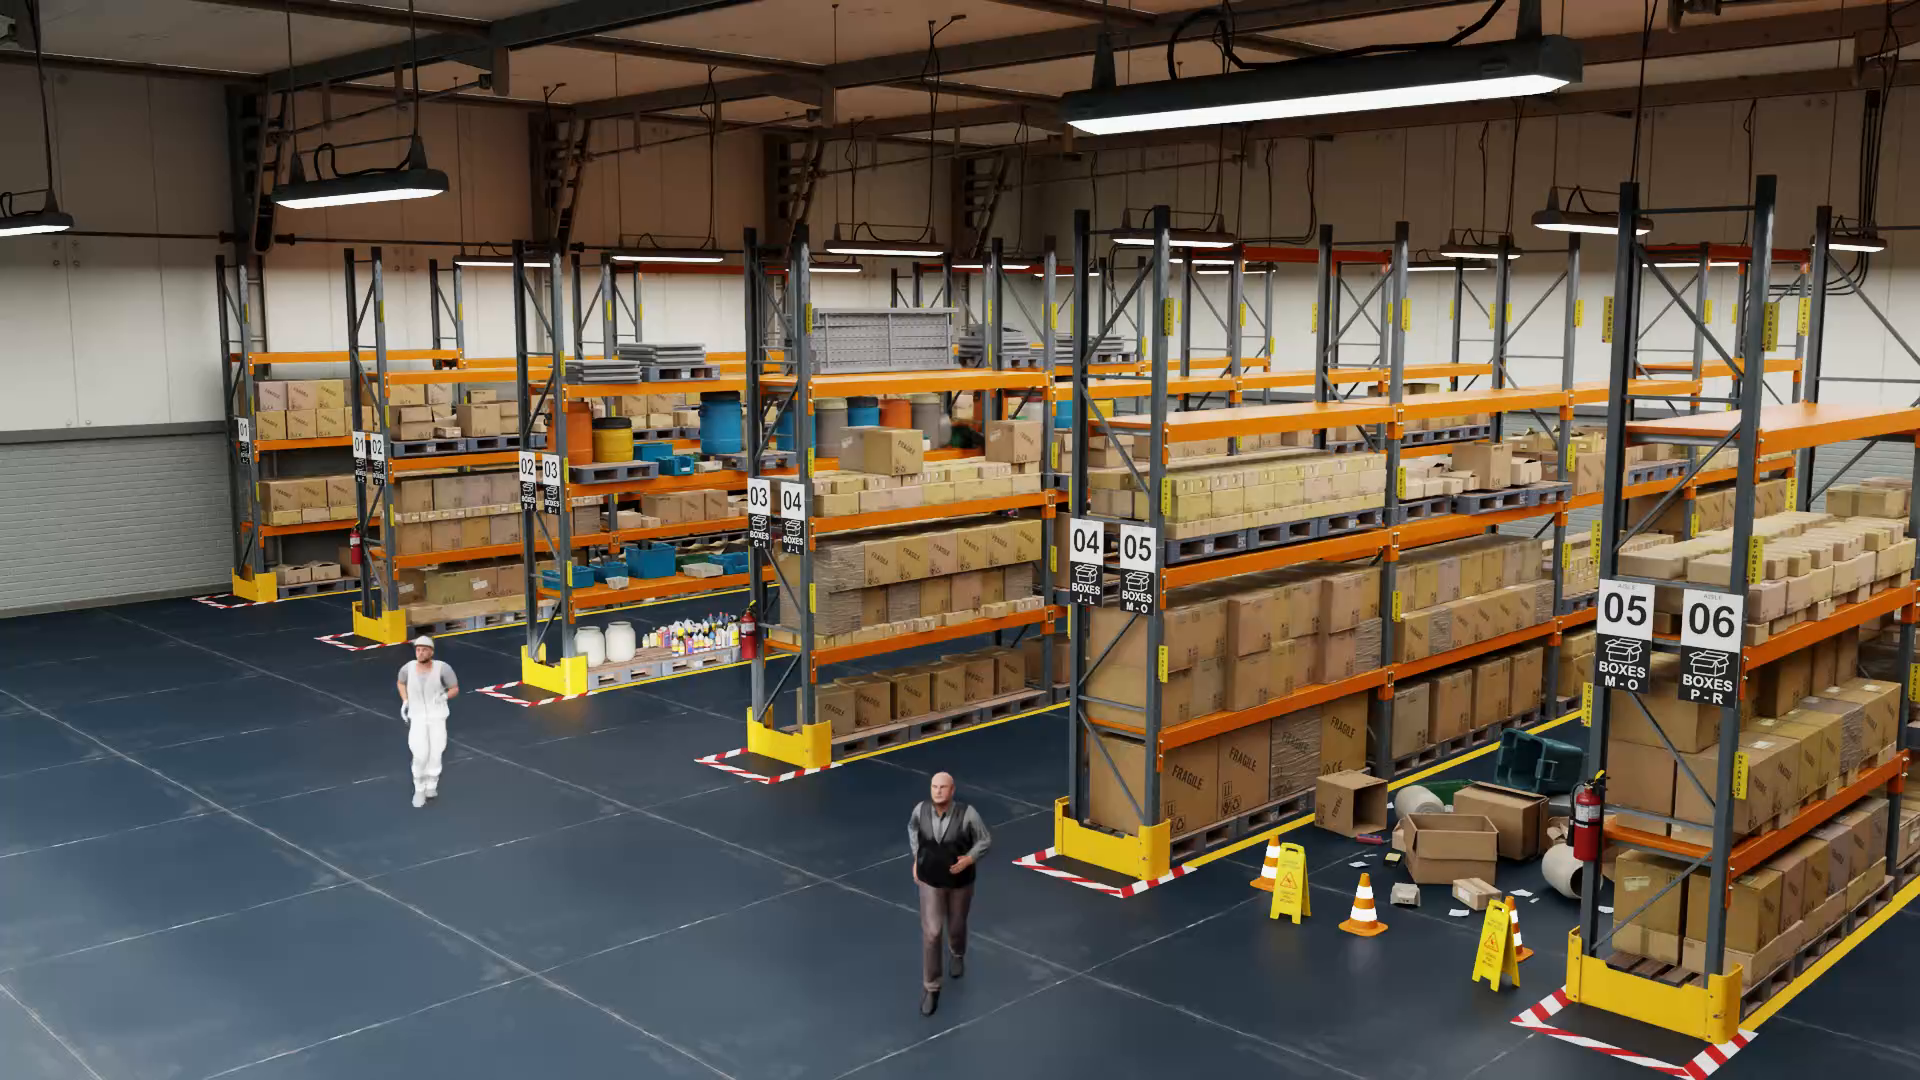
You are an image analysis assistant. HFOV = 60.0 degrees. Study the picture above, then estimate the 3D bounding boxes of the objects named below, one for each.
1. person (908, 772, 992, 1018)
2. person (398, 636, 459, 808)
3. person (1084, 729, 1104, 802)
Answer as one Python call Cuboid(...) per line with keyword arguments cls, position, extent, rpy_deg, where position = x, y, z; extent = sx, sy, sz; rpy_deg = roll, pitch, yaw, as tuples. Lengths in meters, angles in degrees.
Cuboid(cls="person", position=(-0.080, 2.564, 12.410), extent=(0.656, 1.759, 0.836), rpy_deg=(1, 8, 6))
Cuboid(cls="person", position=(-5.479, 1.877, 17.157), extent=(0.620, 1.806, 0.709), rpy_deg=(-2, 8, -14))
Cuboid(cls="person", position=(1.435, 1.935, 17.312), extent=(0.574, 1.612, 0.558), rpy_deg=(6, 10, 35))
